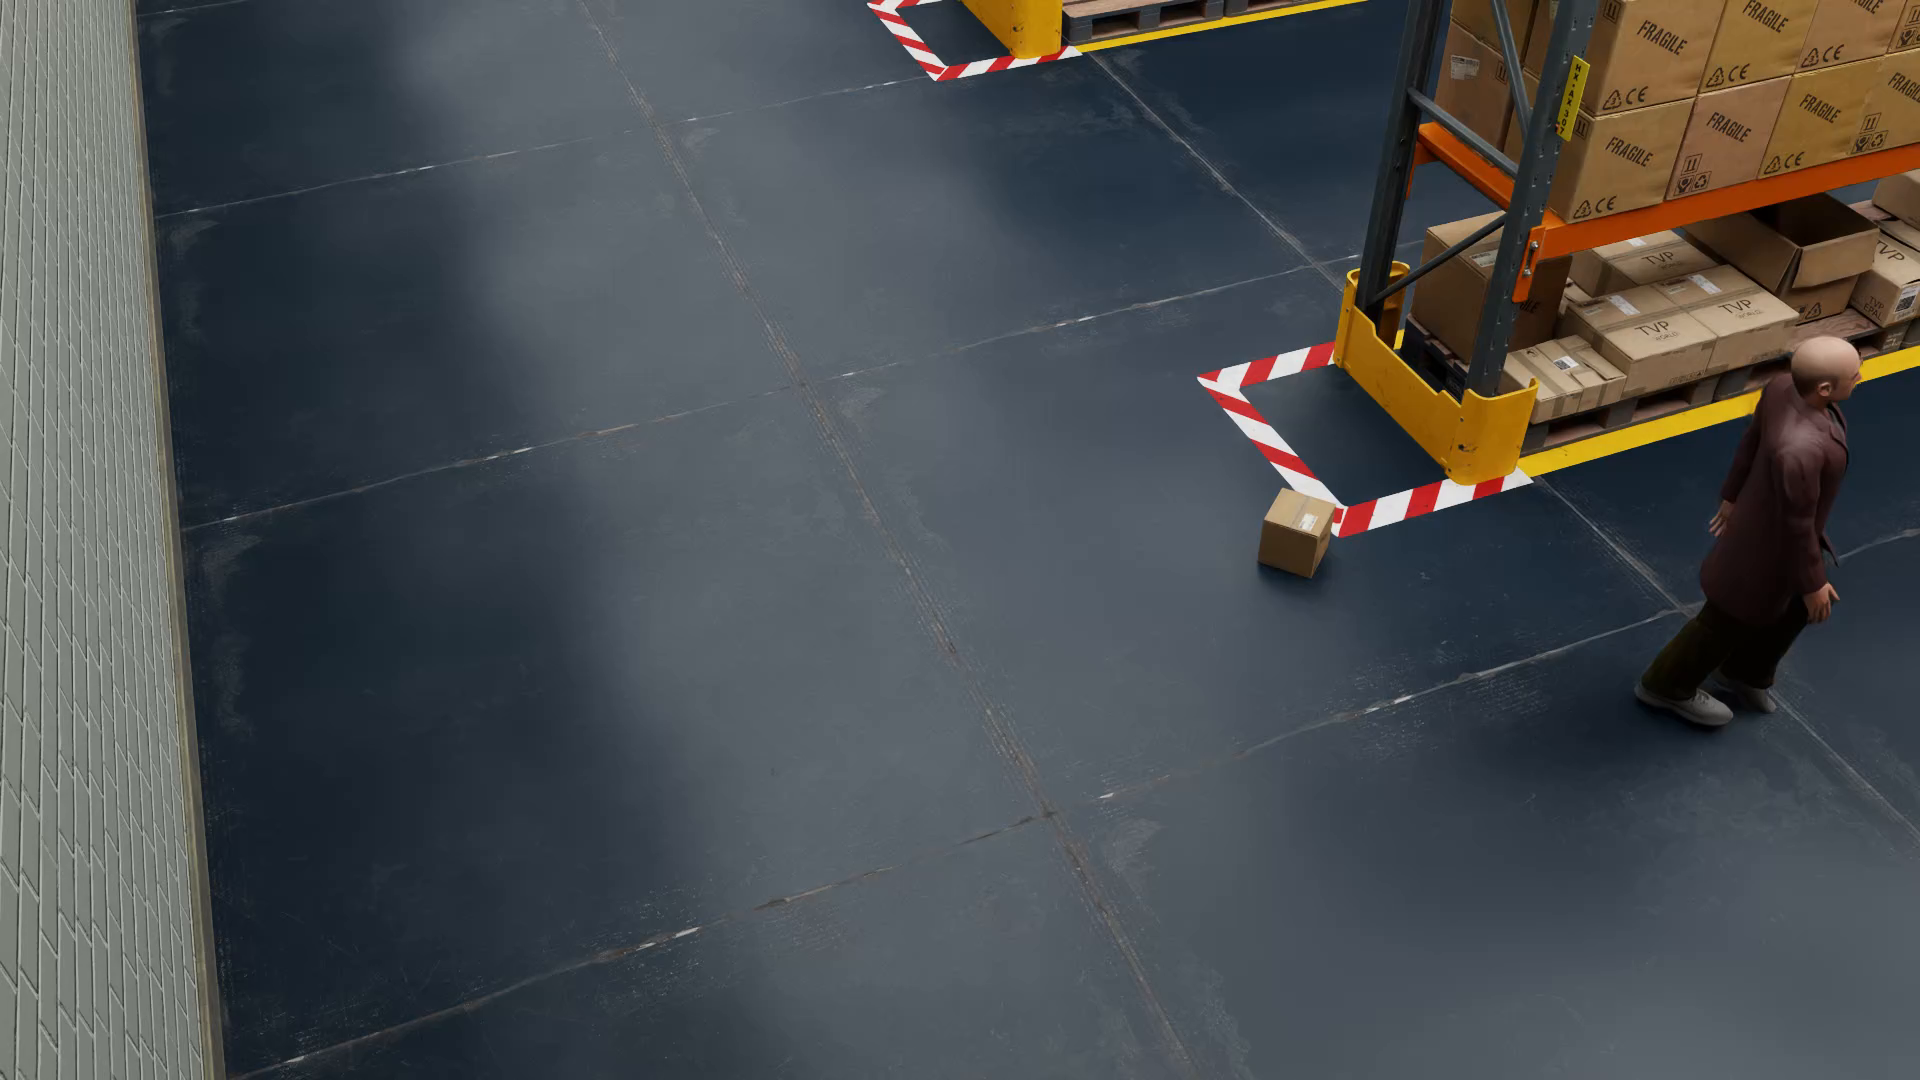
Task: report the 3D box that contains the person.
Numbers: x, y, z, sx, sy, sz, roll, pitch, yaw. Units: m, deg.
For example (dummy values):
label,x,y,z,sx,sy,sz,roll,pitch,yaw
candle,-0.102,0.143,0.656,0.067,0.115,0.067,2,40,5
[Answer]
label,x,y,z,sx,sy,sz,roll,pitch,yaw
person,3.000,0.045,6.139,0.560,1.844,0.576,16,44,17
